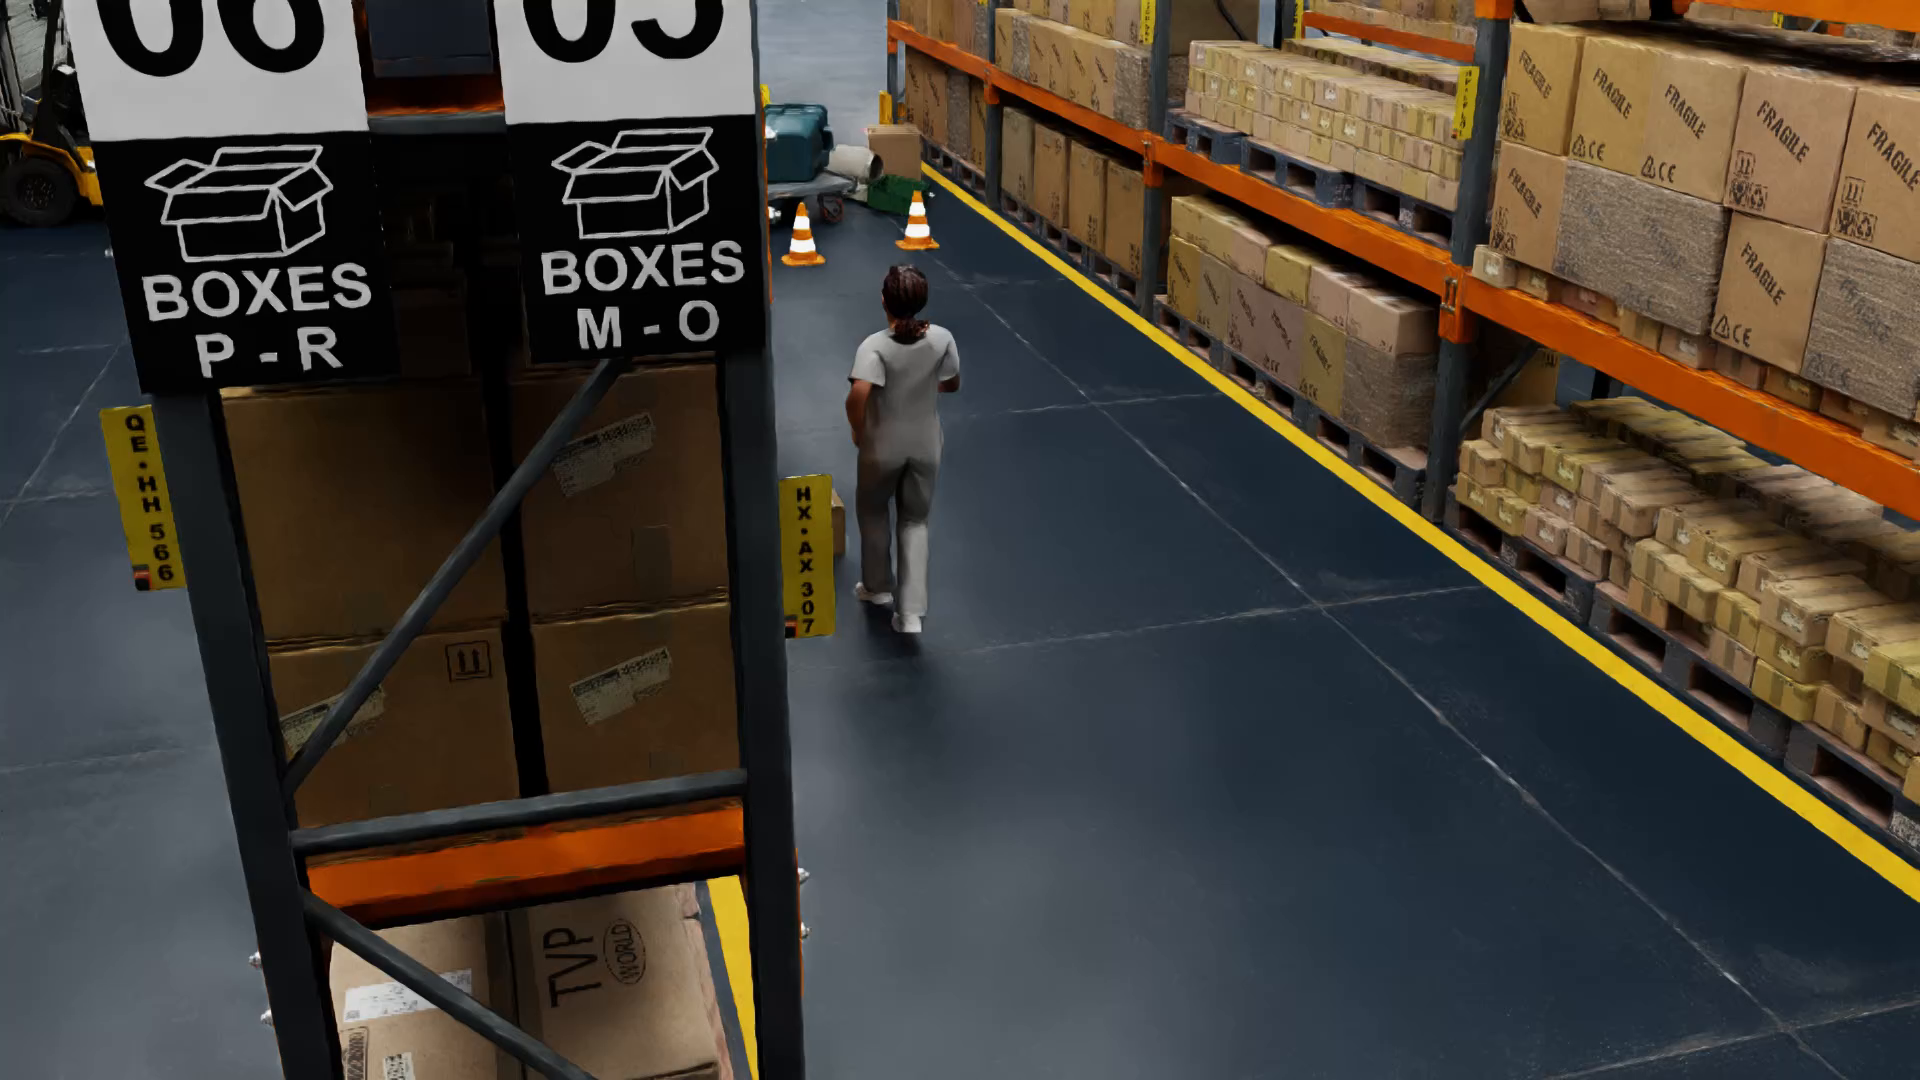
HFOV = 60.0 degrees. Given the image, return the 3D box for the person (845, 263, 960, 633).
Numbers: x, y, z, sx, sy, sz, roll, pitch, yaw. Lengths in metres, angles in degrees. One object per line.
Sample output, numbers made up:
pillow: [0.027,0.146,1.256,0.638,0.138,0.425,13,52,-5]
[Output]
person: [-0.276,-0.395,7.061,0.533,1.655,0.755,-6,24,-13]
